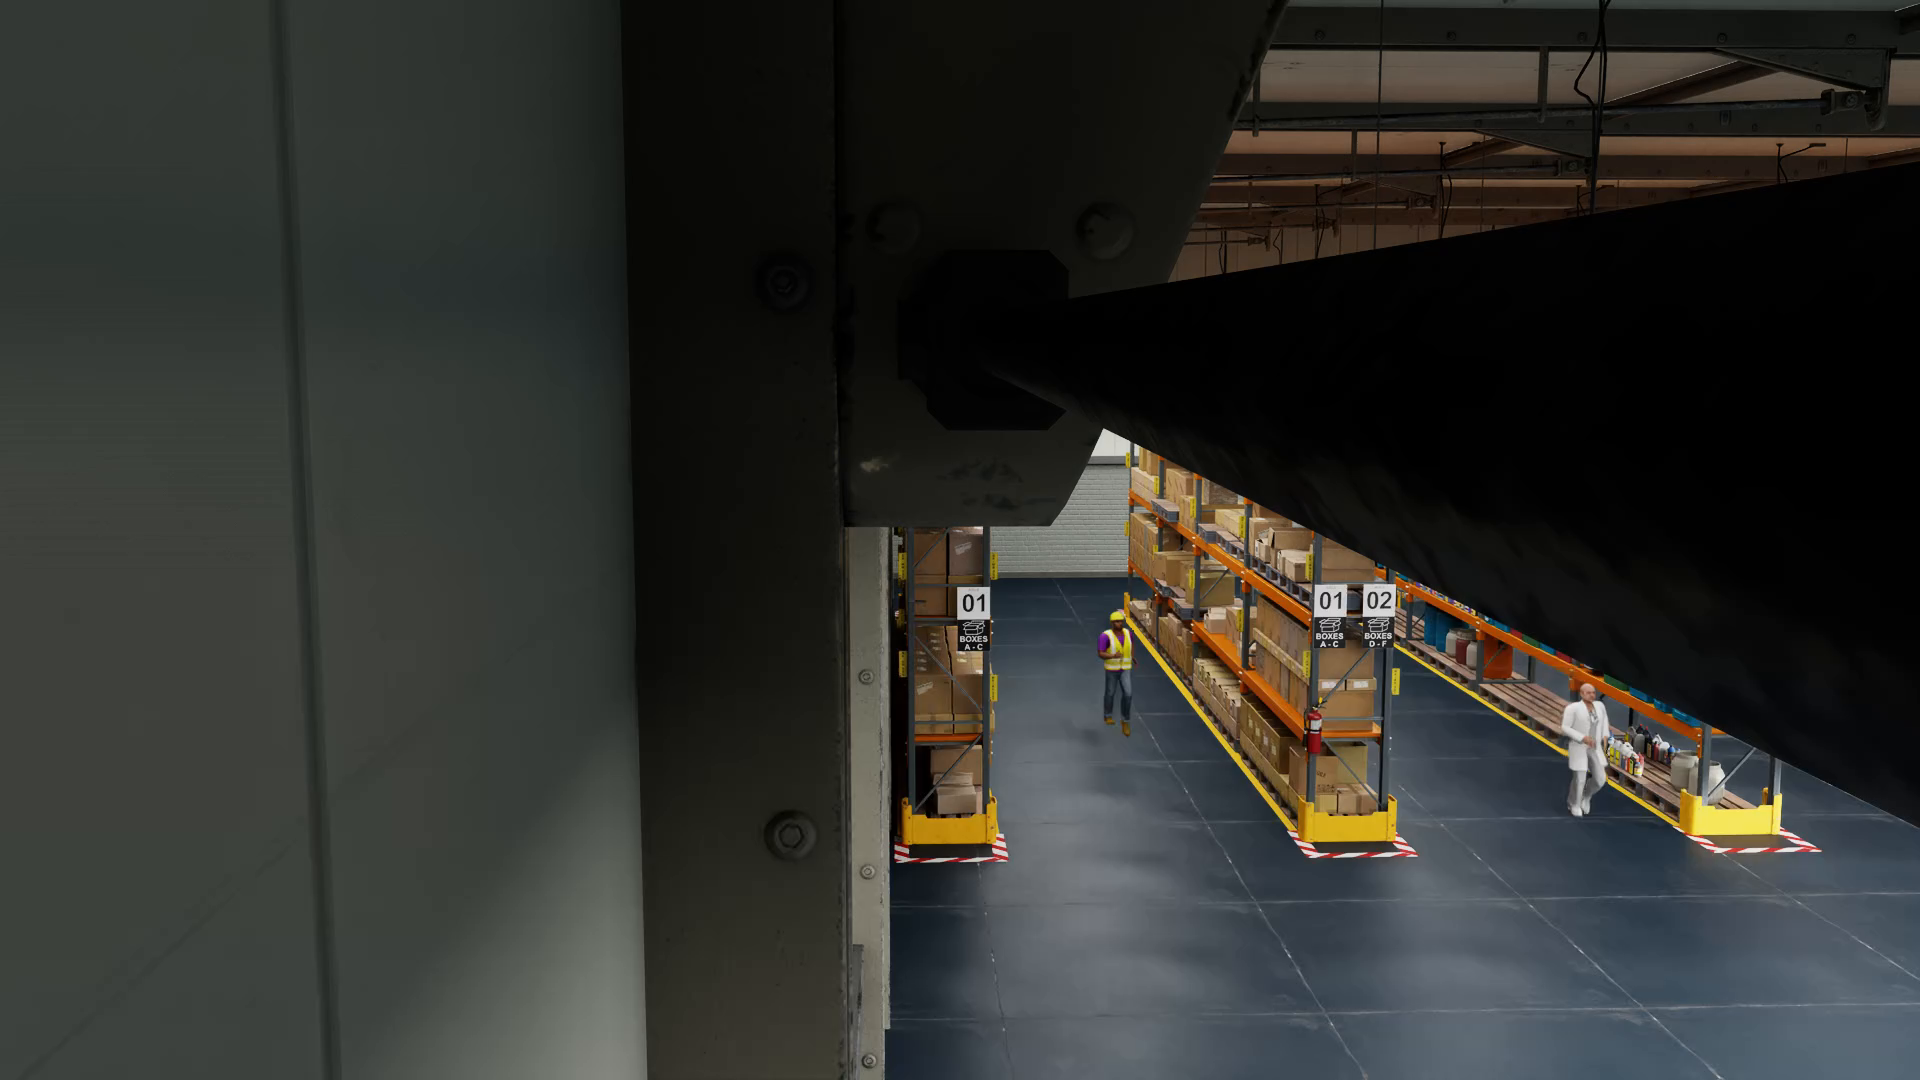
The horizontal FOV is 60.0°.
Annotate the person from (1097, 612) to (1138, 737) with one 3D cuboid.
[{"bbox_3d":[2.380,2.004,24.986,0.666,1.869,0.723,-2,8,-13],"label":"person"}]

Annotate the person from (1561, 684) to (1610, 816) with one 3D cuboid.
[{"bbox_3d":[8.108,2.722,21.457,0.732,1.755,0.672,-1,7,-9],"label":"person"}]
